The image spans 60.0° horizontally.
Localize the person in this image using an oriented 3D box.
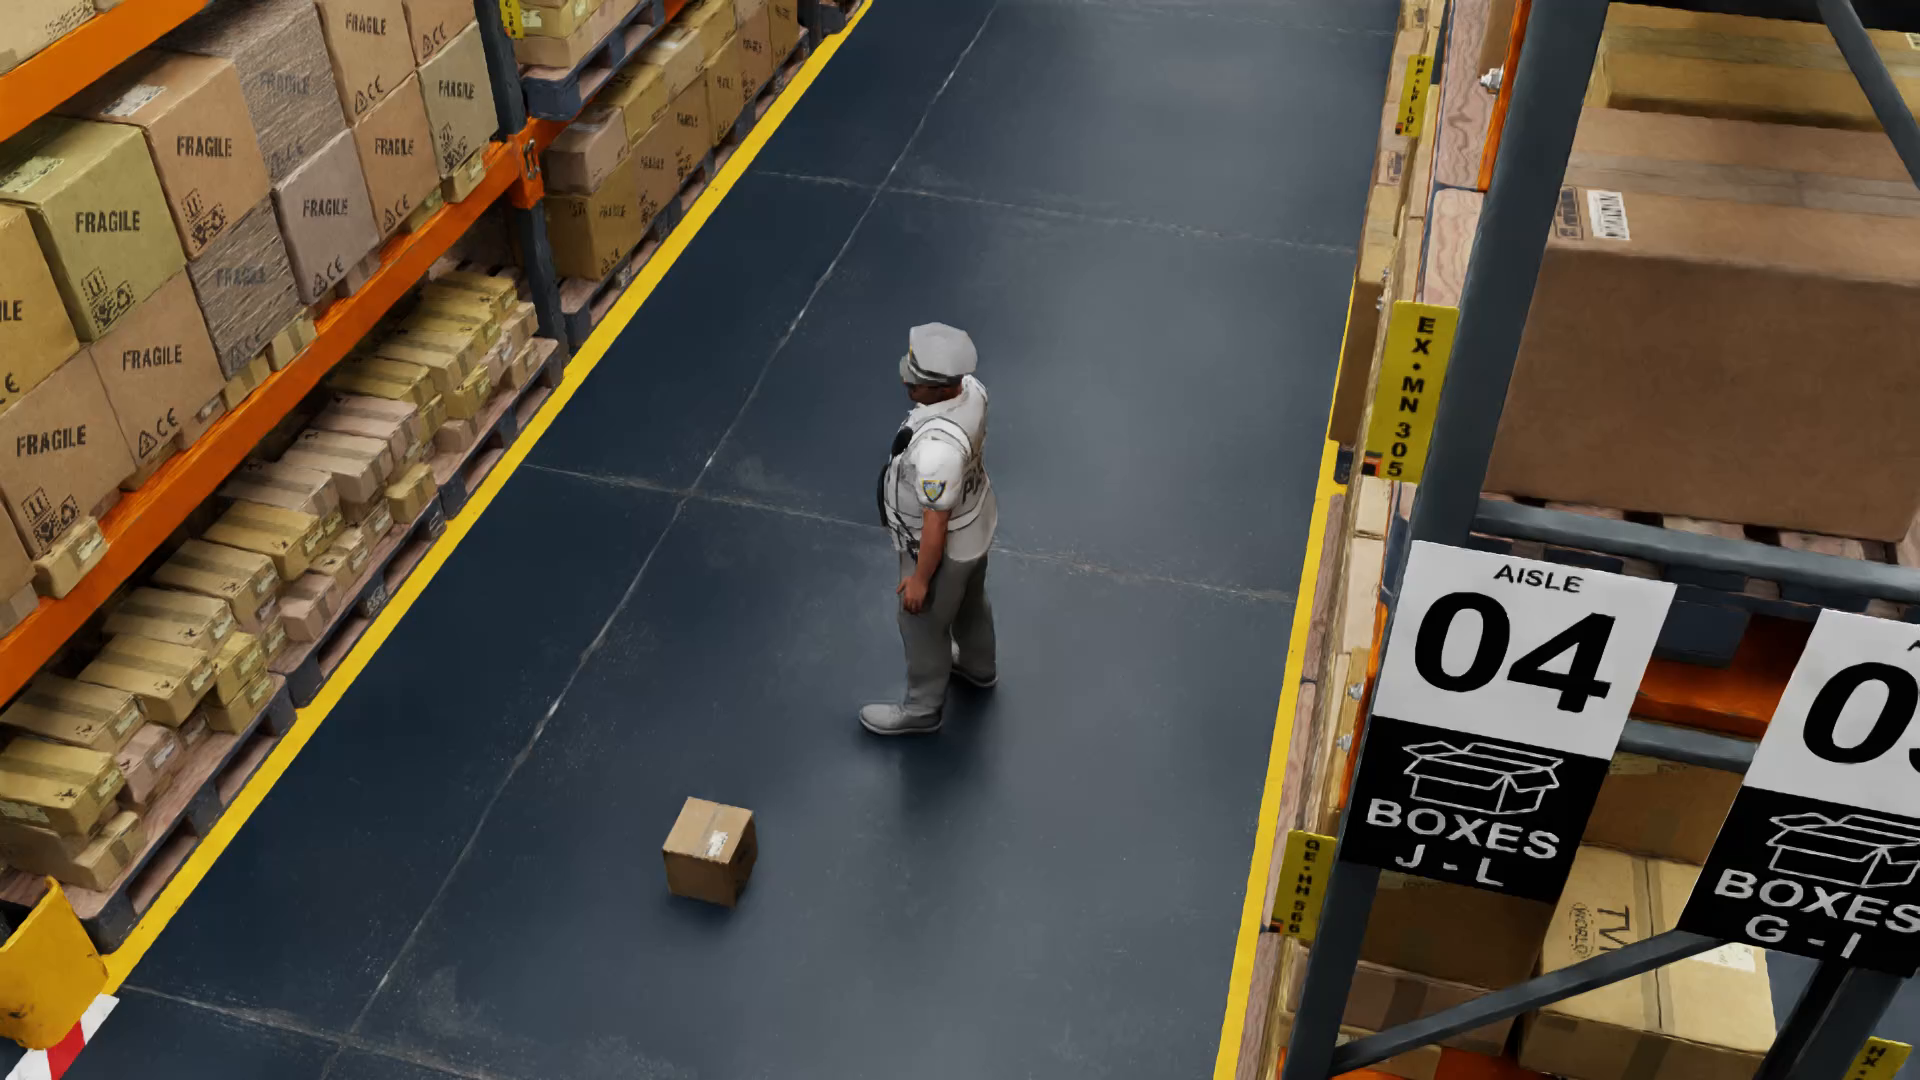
[{"bbox_3d":[-0.111,-0.029,6.152,0.487,1.762,0.614,10,42,11],"label":"person"}]
